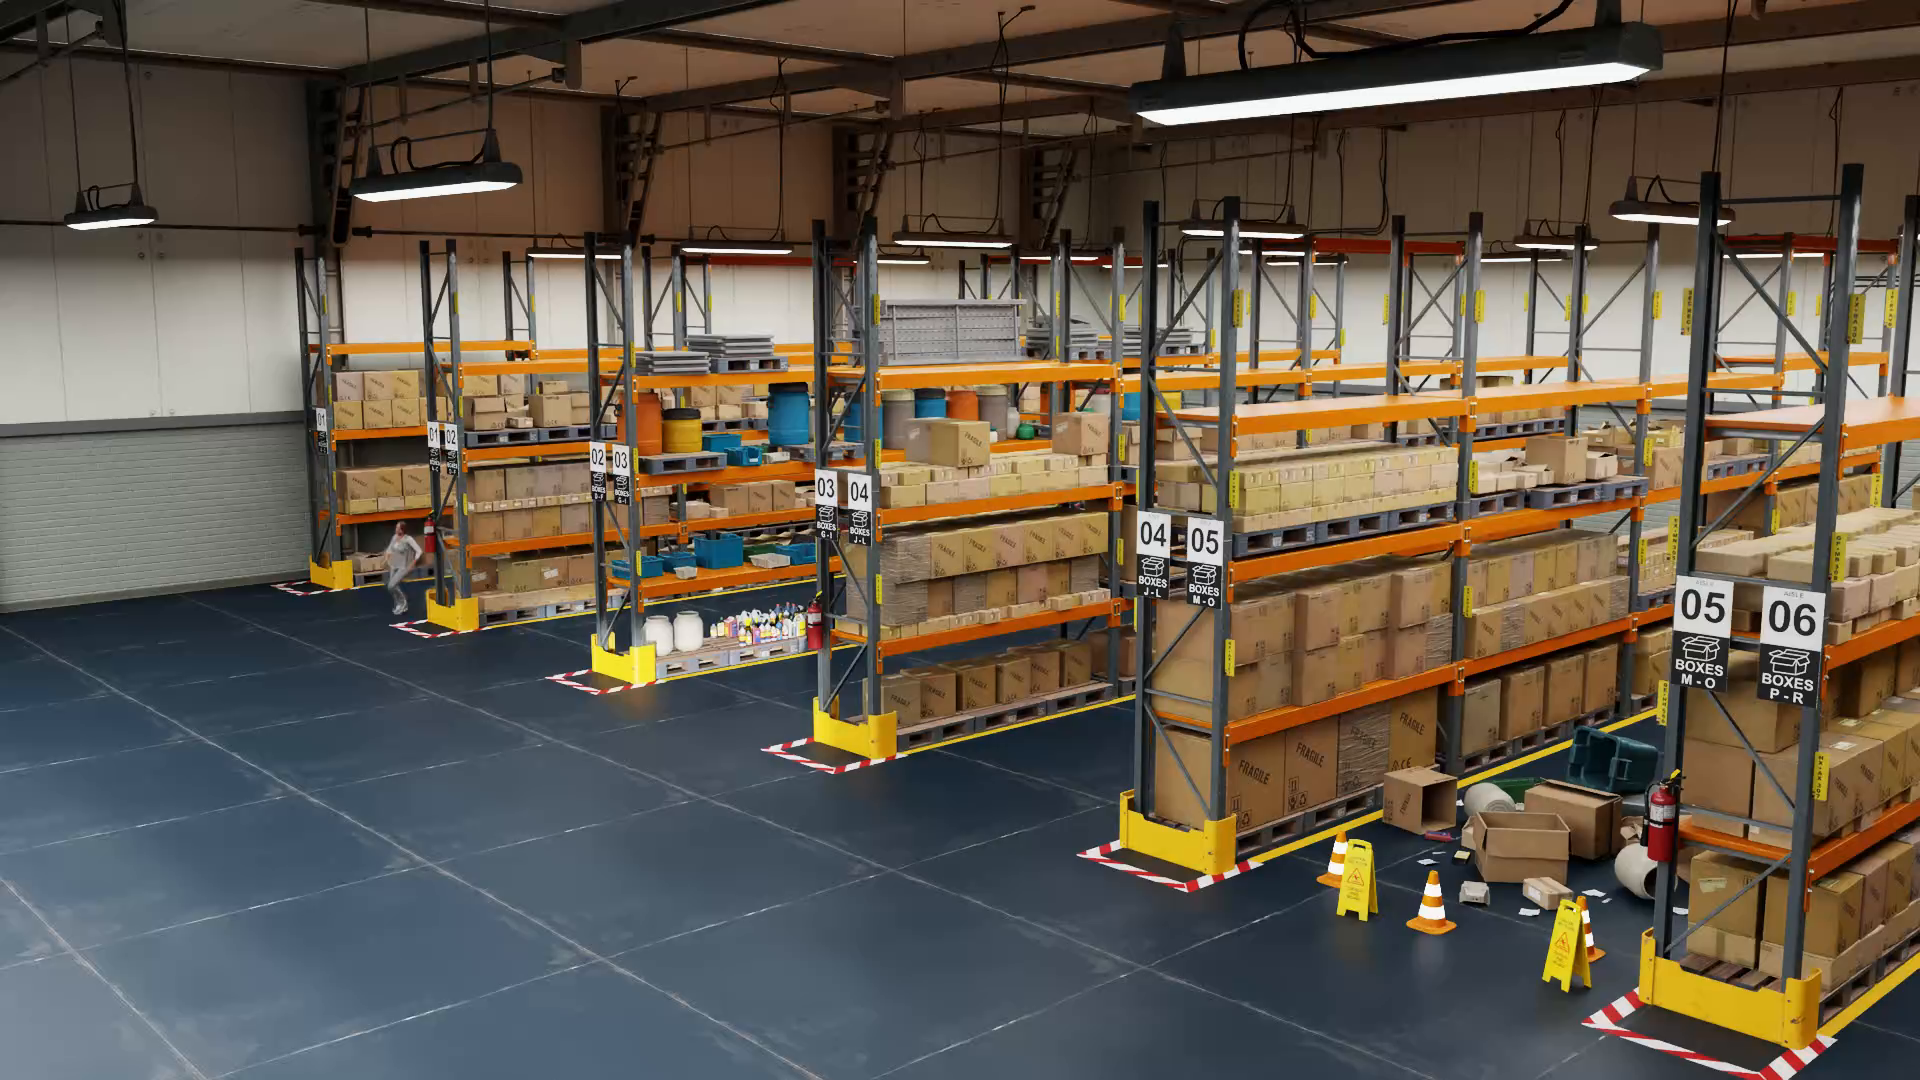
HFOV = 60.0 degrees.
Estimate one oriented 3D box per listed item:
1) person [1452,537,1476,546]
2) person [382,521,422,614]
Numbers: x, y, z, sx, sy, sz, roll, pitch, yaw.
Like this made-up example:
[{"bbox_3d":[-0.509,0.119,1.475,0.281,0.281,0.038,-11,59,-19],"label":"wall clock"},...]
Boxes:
[{"bbox_3d":[7.436,0.656,24.562,0.659,1.781,0.991,8,11,42],"label":"person"},{"bbox_3d":[-9.049,0.461,26.897,0.601,1.545,0.558,5,10,28],"label":"person"}]
